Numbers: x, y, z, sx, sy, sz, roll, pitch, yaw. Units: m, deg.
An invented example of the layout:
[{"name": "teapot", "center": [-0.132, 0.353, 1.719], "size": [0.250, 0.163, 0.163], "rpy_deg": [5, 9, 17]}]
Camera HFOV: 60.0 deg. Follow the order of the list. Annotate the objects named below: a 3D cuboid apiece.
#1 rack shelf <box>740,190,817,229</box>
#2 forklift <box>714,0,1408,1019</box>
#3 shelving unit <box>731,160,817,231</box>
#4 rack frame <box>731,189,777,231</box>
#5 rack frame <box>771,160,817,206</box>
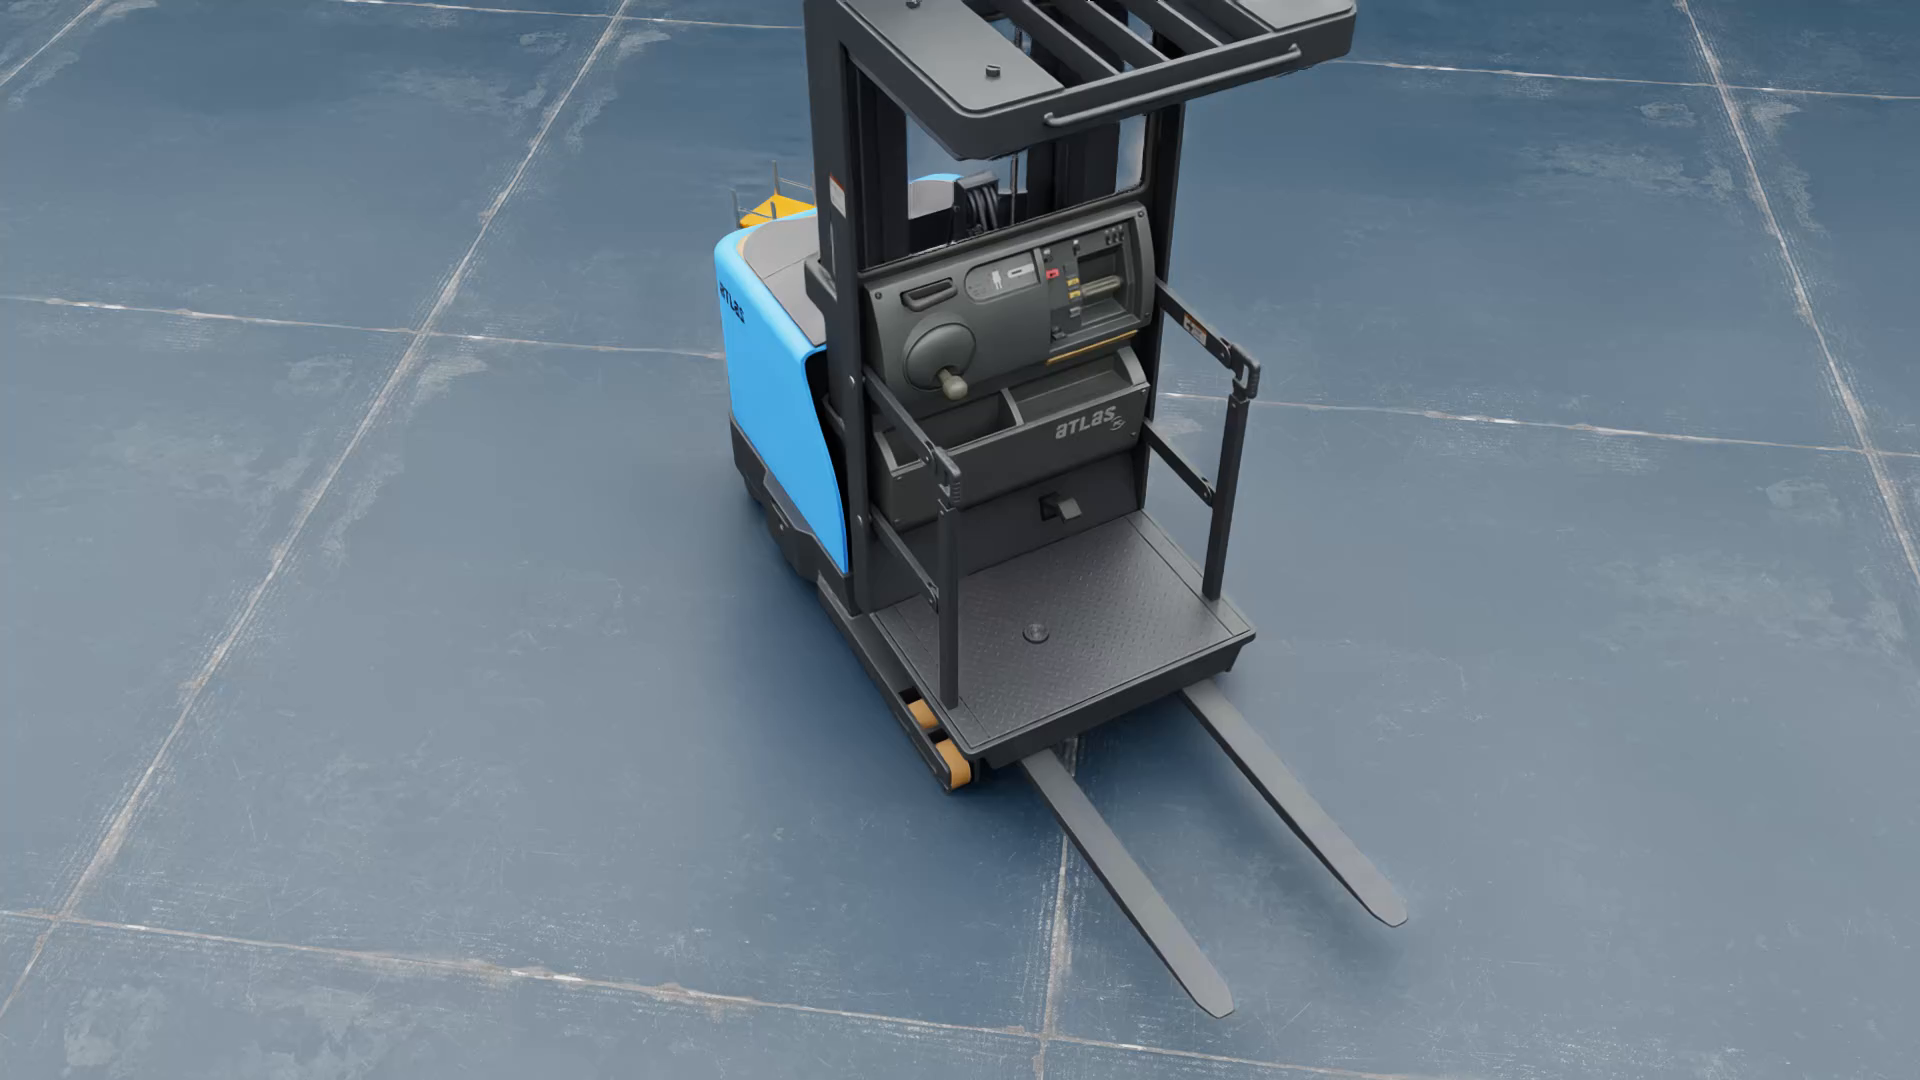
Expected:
[{"name": "rack shelf", "center": [-0.674, -1.131, 6.275], "size": [0.215, 0.259, 0.240], "rpy_deg": [21, 47, 26]}, {"name": "forklift", "center": [0.272, -0.616, 4.769], "size": [1.130, 2.935, 3.031], "rpy_deg": [-21, 47, -20]}, {"name": "shelving unit", "center": [-0.659, -0.926, 6.455], "size": [0.215, 1.050, 0.252], "rpy_deg": [21, 47, 26]}, {"name": "rack frame", "center": [-0.725, -0.856, 6.381], "size": [0.200, 1.050, 0.008], "rpy_deg": [21, 47, 26]}, {"name": "rack frame", "center": [-0.594, -0.997, 6.530], "size": [0.200, 1.050, 0.008], "rpy_deg": [21, 47, 26]}]
